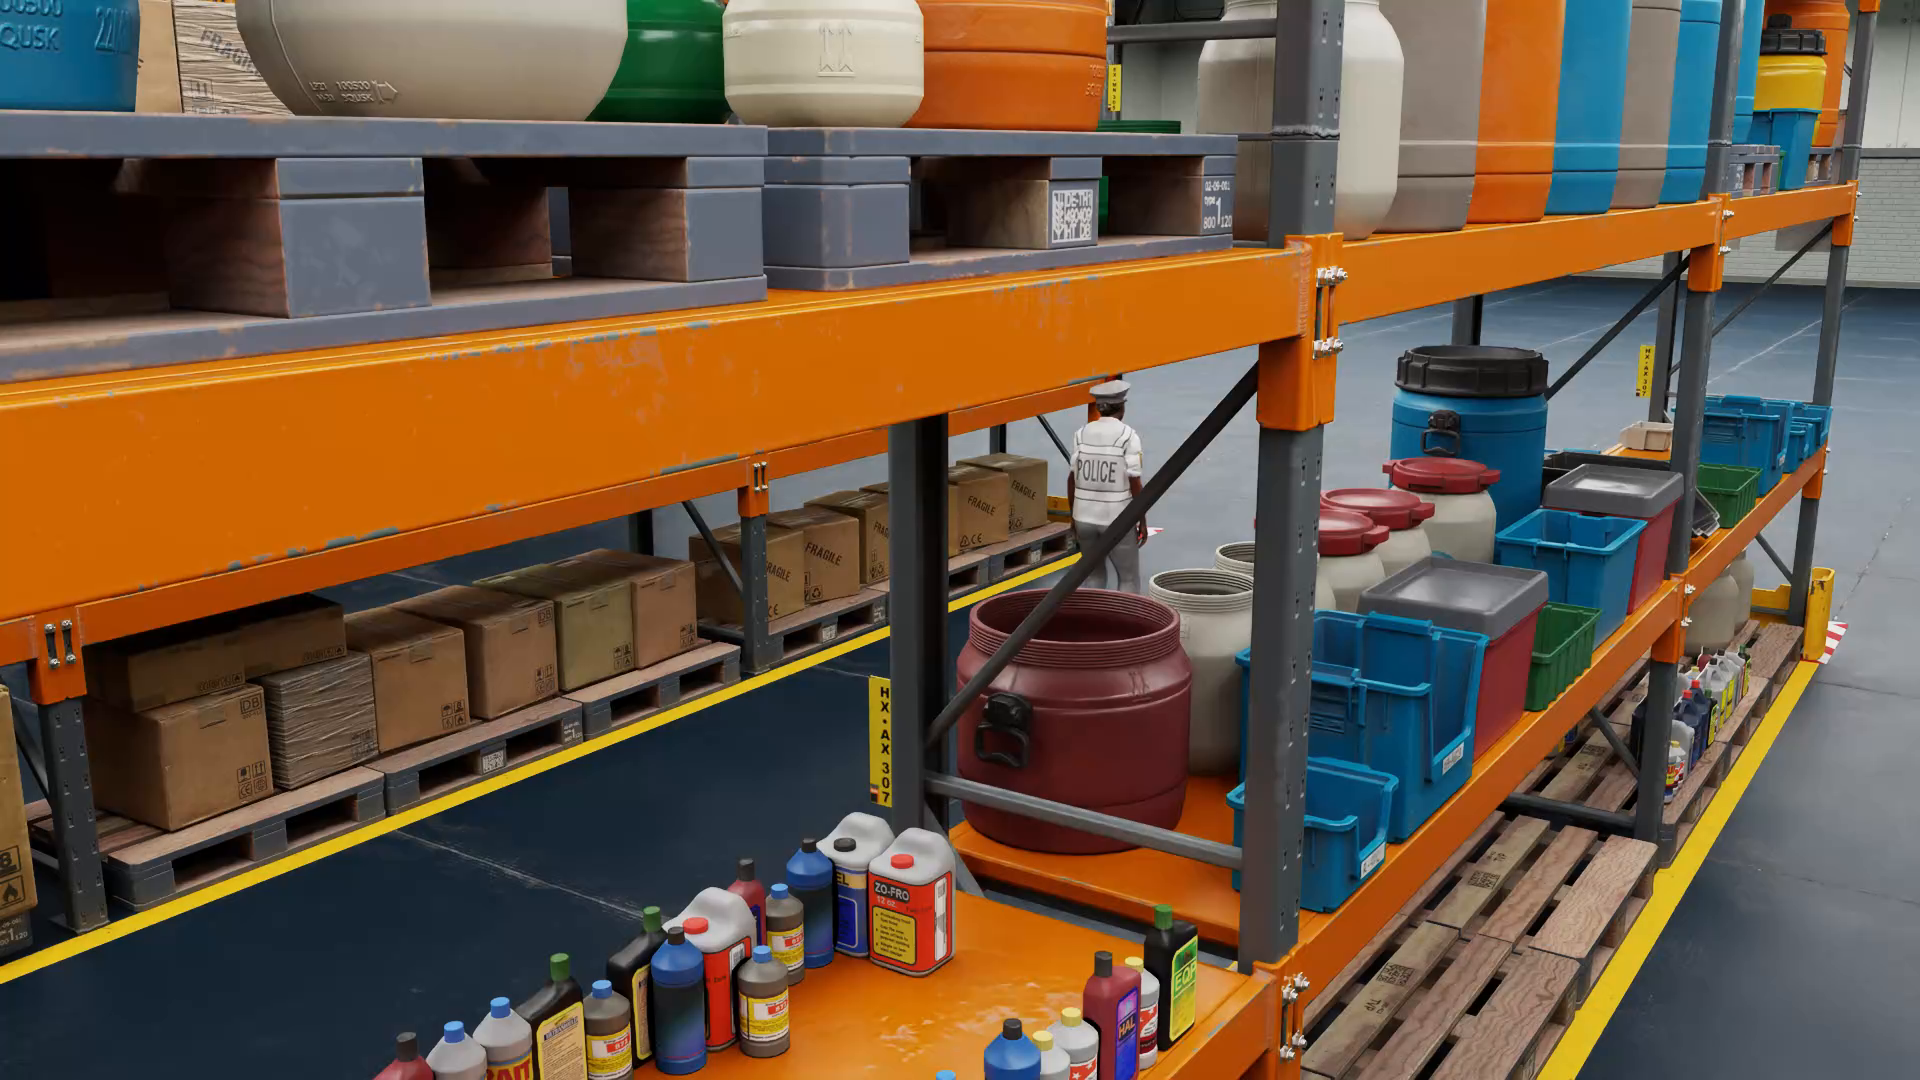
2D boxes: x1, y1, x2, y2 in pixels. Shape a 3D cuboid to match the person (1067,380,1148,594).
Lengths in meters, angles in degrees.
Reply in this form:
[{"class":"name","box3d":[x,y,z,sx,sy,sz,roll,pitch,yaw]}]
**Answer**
[{"class":"person","box3d":[0.902,-0.111,9.954,0.532,1.662,0.424,8,15,30]}]
